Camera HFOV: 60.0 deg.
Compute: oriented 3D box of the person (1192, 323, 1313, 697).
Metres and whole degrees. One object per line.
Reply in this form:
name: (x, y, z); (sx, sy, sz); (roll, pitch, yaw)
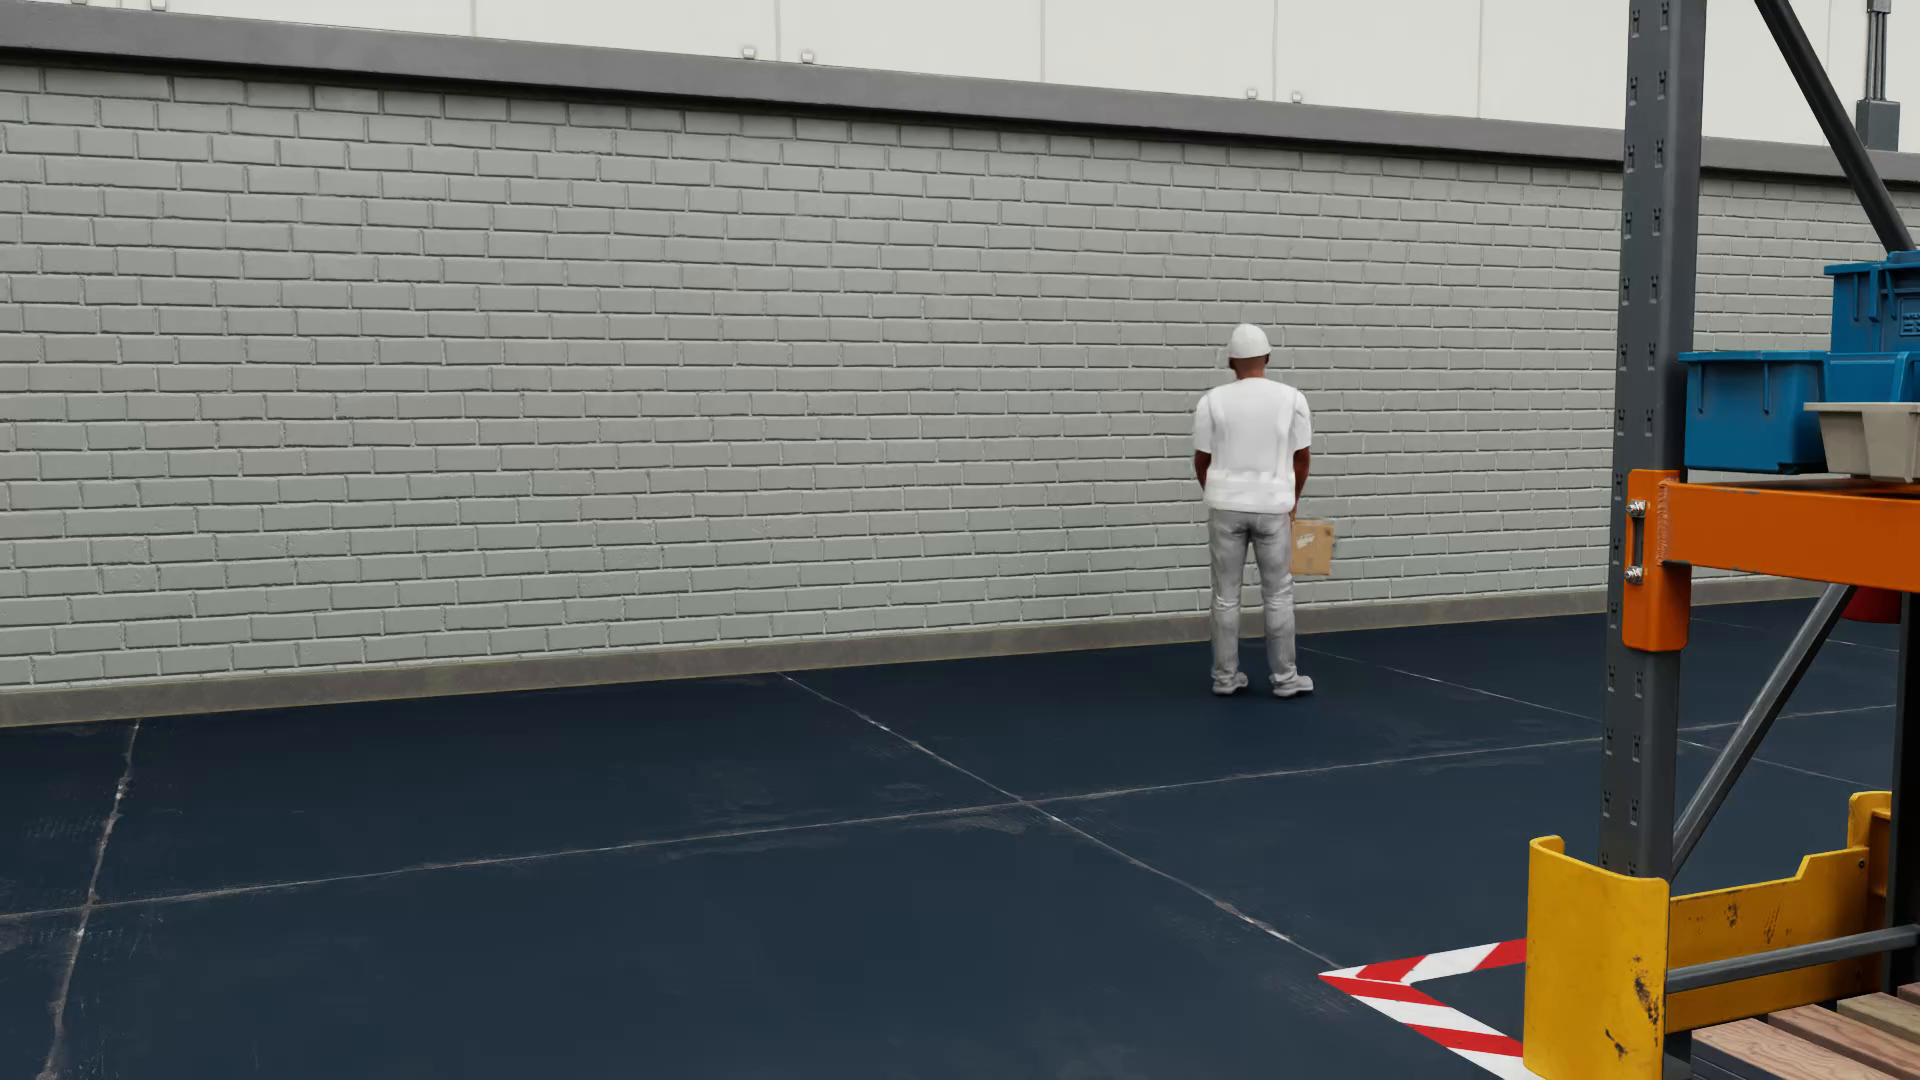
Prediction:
person: (1.412, -0.142, 7.970); (0.603, 1.777, 0.476); (1, 5, 7)
